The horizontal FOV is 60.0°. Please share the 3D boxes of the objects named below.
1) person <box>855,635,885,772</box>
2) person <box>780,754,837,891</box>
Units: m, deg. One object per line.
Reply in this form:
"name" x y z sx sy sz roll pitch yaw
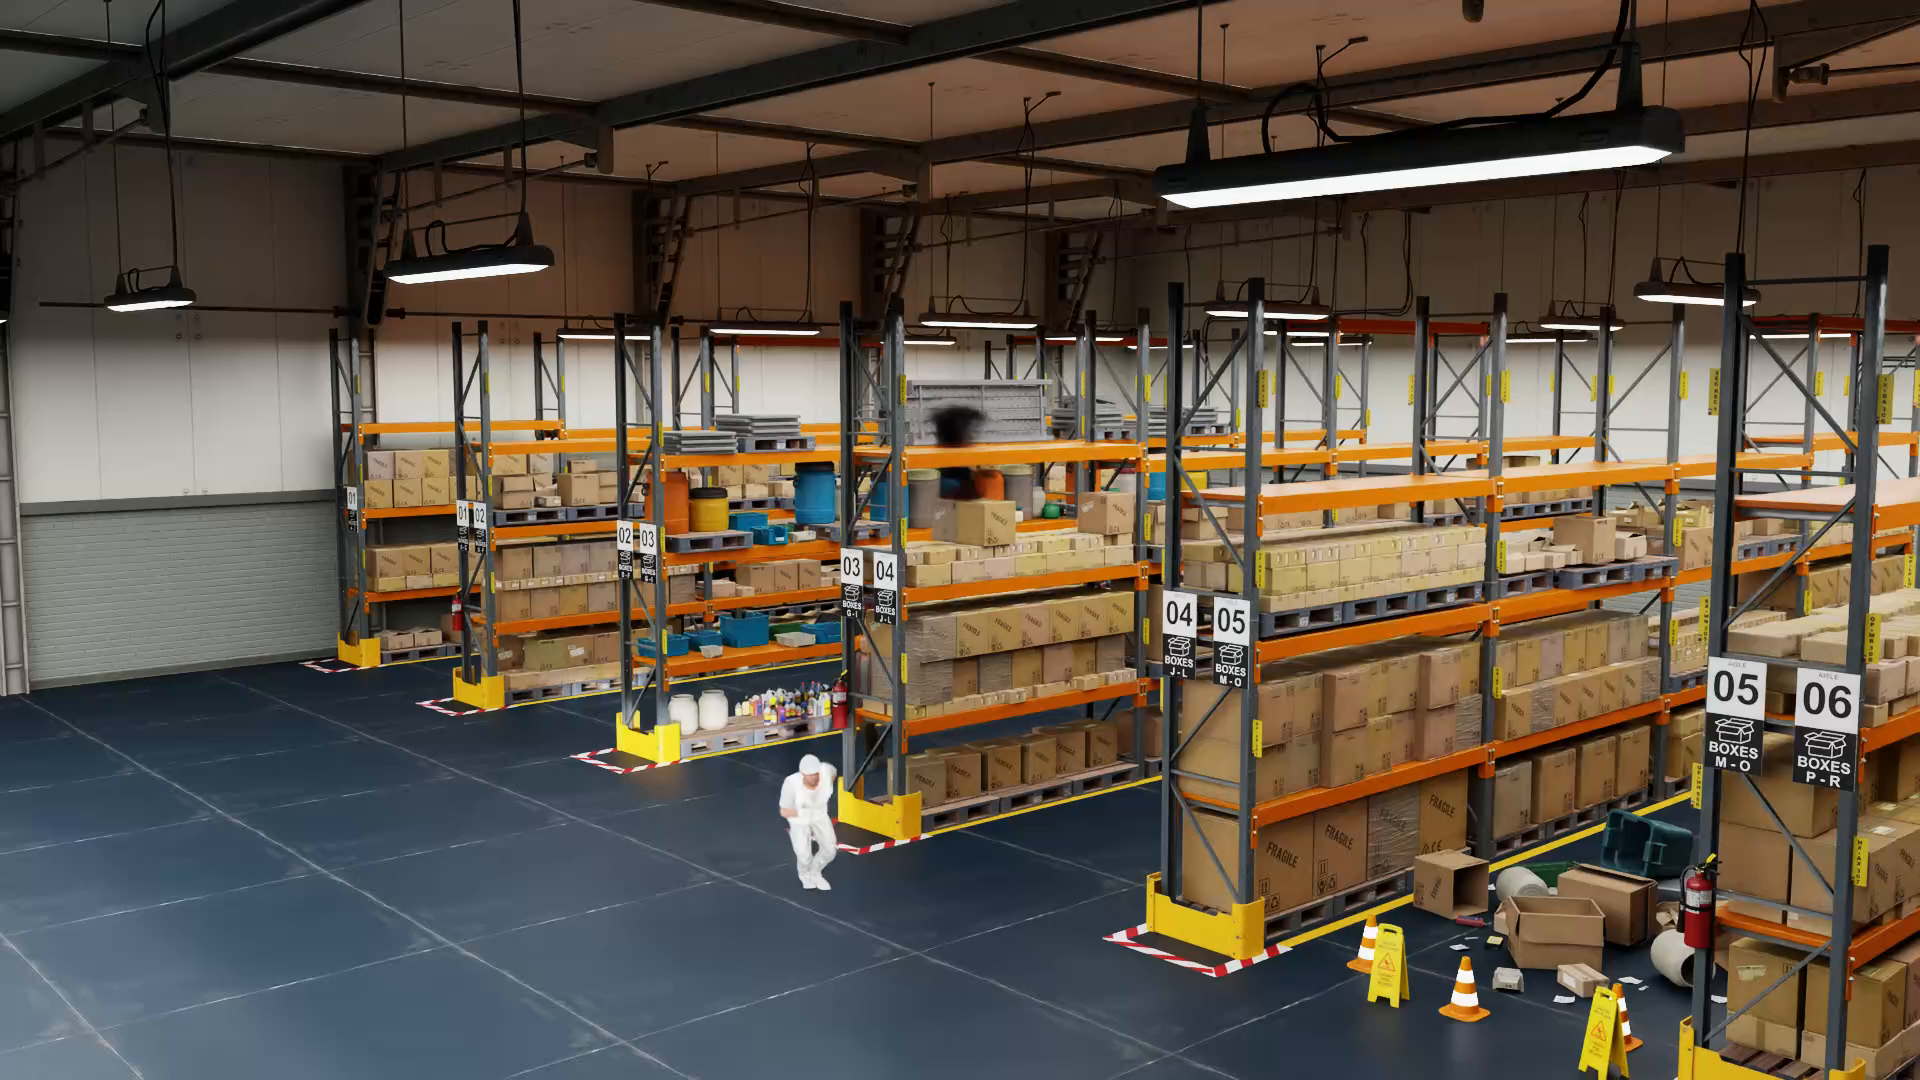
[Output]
"person" -1.211 2.132 21.846 0.658 1.810 0.882 3 6 29
"person" -1.485 2.796 16.418 0.667 1.514 0.968 -2 6 -20
